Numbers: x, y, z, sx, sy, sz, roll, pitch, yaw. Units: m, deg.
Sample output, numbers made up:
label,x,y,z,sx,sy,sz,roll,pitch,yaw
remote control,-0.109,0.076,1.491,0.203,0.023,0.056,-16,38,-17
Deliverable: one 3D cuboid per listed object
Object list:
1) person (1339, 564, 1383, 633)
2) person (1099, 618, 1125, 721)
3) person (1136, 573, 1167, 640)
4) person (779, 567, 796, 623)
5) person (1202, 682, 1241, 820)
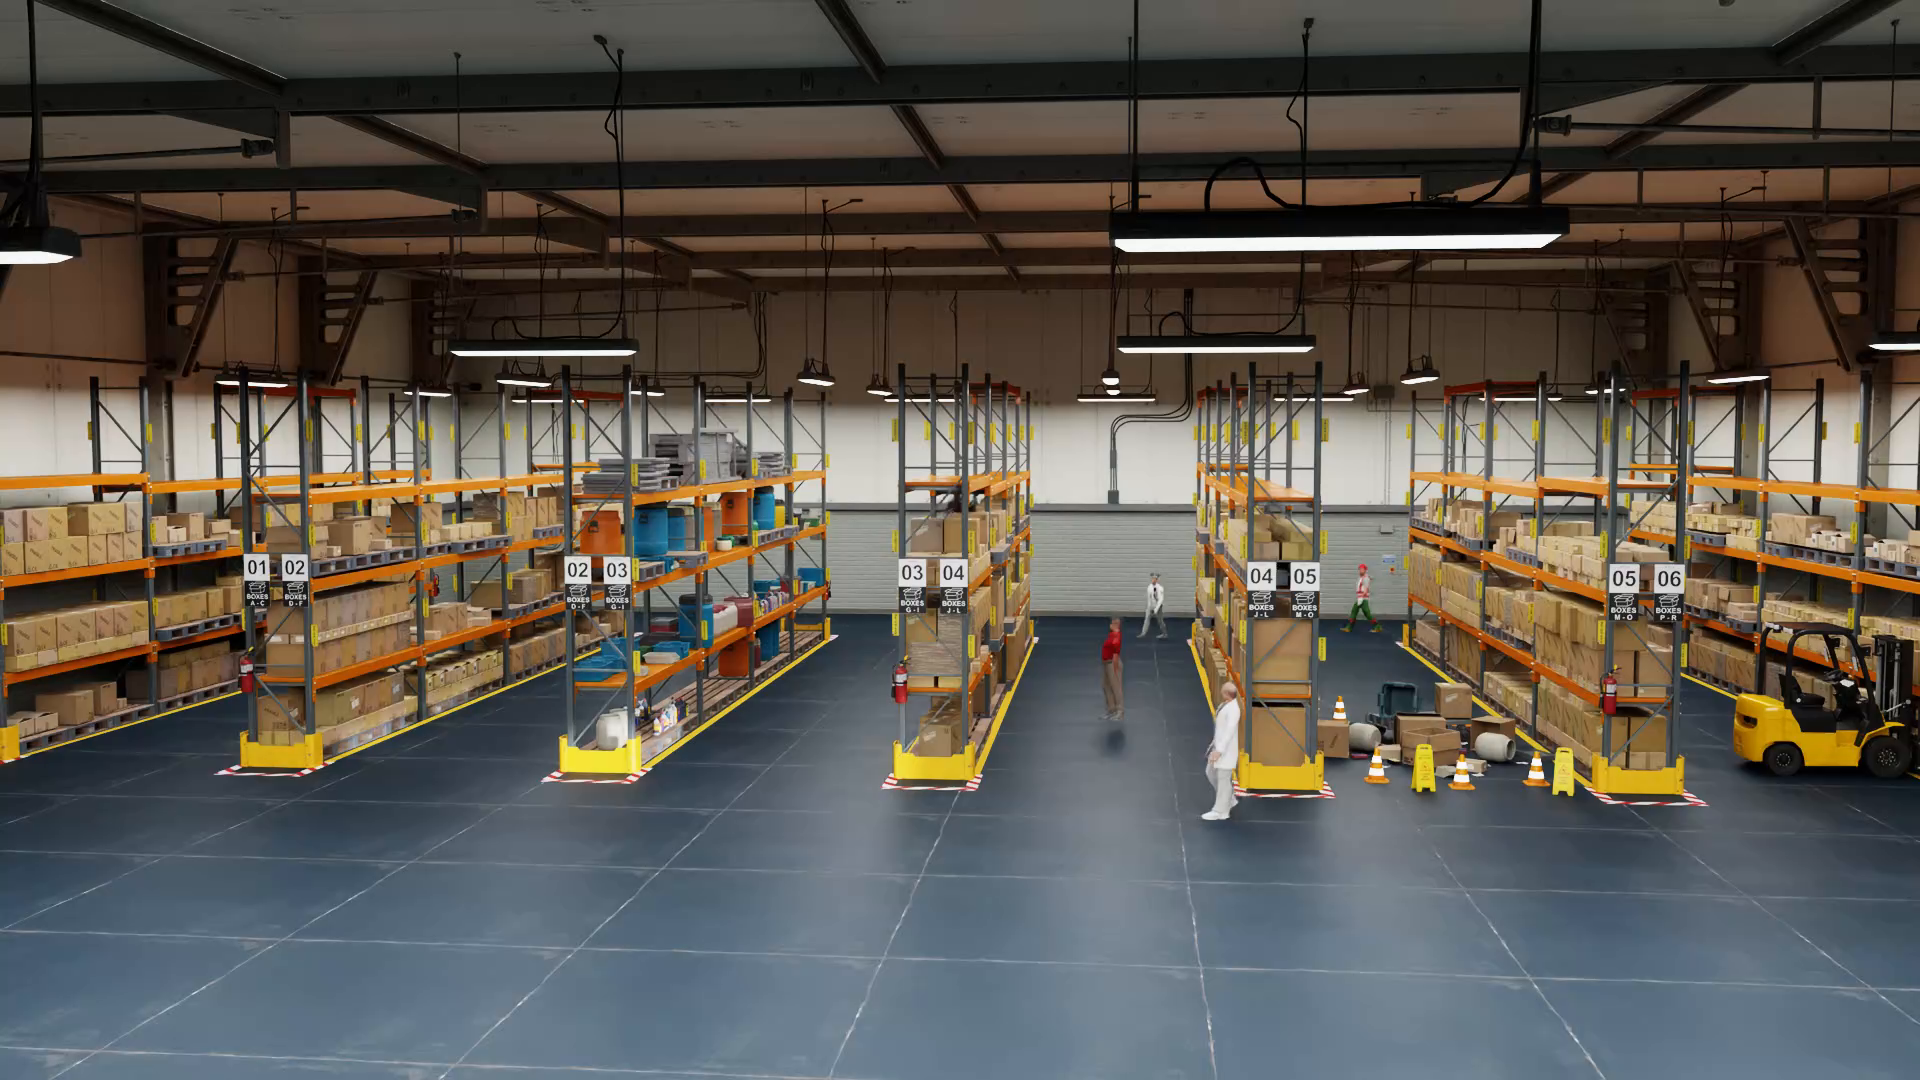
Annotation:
label,x,y,z,sx,sy,sz,roll,pitch,yaw
person,10.021,1.471,41.541,1.054,1.748,0.671,1,4,13
person,2.576,2.197,28.237,0.390,1.764,0.722,0,4,-5
person,4.656,1.597,40.072,1.017,1.618,0.541,-3,5,-41
person,-4.302,1.490,41.593,0.560,1.758,0.441,0,4,1
person,3.389,2.735,21.603,0.573,1.797,0.649,-1,4,-9
